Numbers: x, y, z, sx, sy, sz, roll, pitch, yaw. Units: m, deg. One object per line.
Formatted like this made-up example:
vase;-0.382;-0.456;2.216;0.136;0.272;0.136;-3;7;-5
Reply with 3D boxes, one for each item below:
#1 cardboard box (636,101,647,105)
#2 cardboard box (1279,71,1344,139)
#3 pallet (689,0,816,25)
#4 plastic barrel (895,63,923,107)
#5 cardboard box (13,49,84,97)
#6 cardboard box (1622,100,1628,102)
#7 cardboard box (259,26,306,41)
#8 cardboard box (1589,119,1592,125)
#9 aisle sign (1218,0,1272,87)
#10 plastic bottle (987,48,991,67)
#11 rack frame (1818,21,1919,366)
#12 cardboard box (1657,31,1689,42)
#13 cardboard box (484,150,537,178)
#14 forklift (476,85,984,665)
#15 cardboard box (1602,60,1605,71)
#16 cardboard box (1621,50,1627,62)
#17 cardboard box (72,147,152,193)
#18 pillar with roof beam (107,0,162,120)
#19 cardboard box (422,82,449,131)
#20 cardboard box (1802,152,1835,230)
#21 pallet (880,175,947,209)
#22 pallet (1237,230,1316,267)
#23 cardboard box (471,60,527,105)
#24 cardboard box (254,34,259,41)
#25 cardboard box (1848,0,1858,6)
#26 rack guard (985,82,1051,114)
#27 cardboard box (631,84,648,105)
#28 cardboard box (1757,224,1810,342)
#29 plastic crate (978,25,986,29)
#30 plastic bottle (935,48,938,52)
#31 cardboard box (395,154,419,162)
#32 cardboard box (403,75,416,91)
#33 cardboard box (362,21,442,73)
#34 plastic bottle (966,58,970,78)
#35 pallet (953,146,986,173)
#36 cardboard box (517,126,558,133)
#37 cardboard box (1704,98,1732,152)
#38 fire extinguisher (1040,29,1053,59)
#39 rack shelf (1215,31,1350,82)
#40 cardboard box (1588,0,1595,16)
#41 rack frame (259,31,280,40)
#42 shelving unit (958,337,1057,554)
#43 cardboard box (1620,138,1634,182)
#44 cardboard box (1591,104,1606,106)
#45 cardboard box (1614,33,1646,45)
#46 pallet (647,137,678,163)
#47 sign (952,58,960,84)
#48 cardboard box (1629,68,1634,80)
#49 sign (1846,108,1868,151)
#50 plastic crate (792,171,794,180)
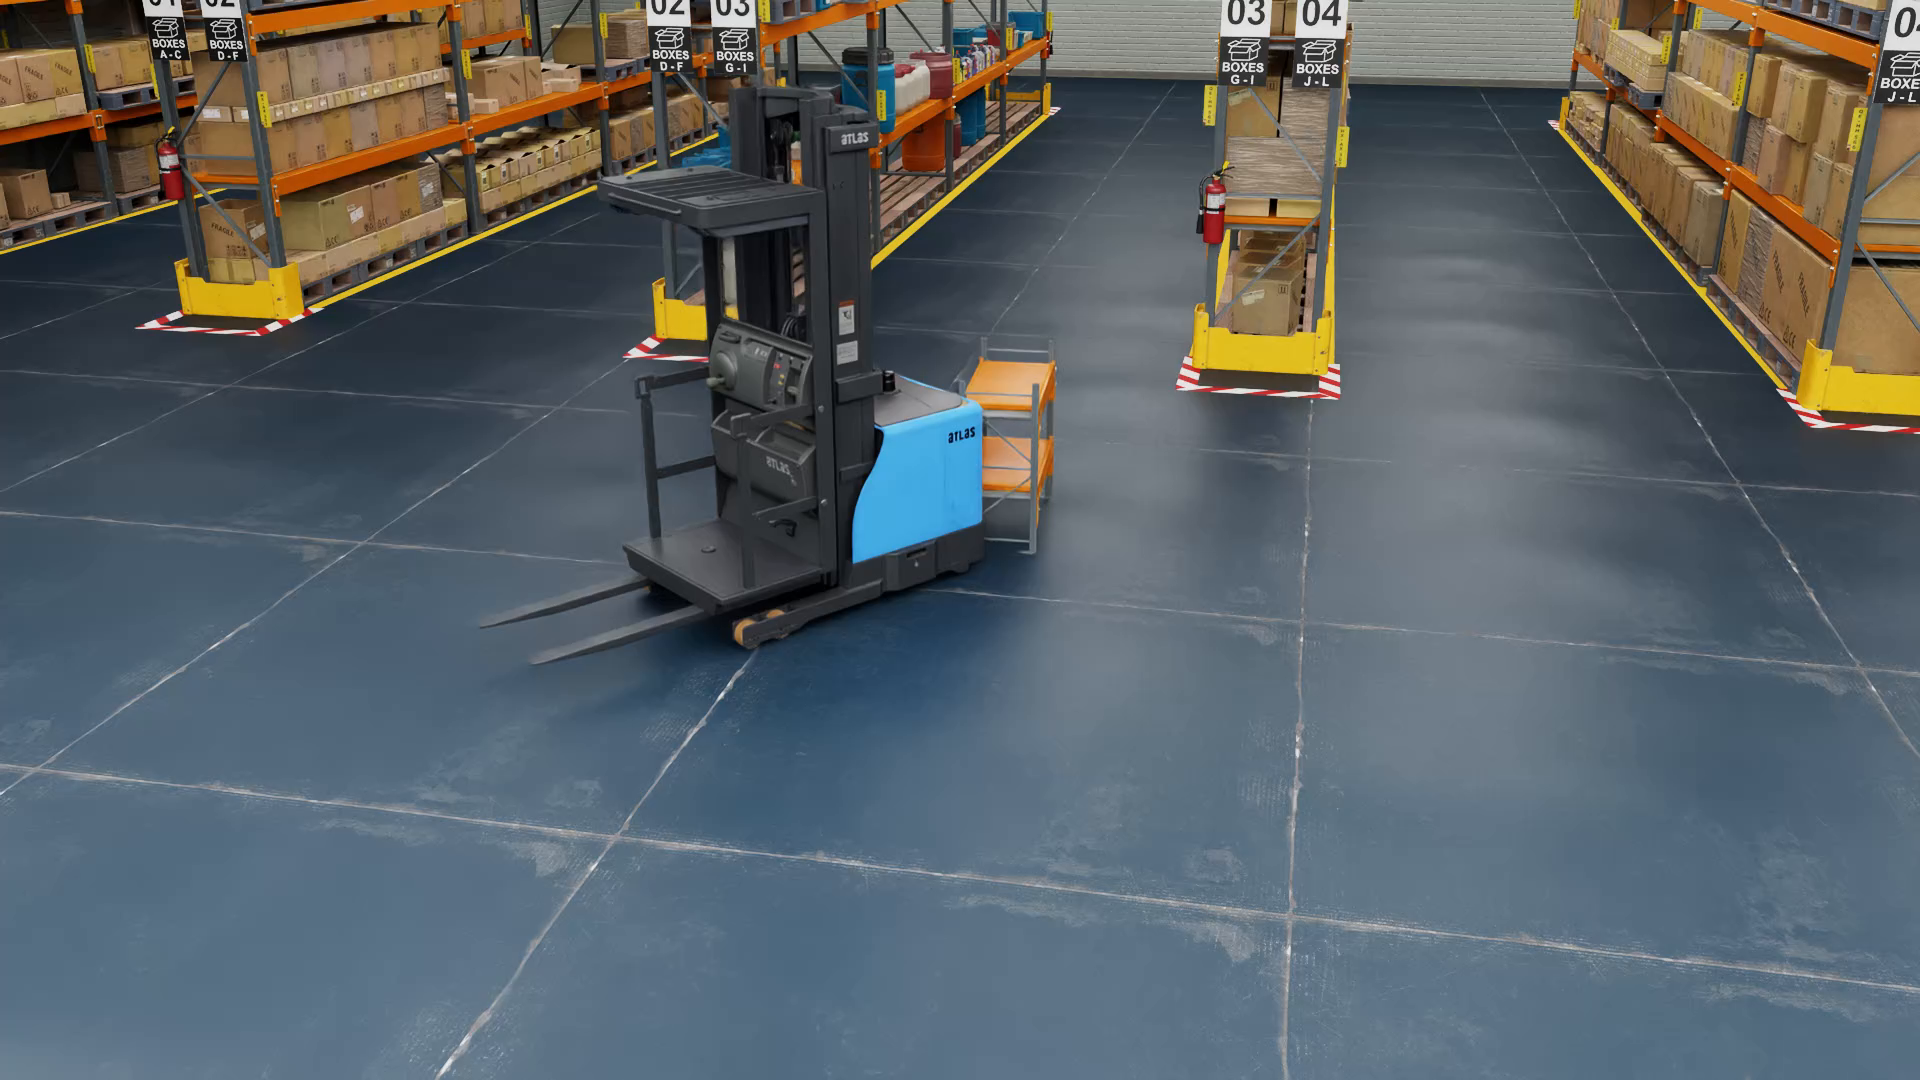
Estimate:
cardboard box;-5.168;-6.545;25.846;0.500;0.500;0.500;5;22;12
cardboard box;3.004;-3.720;14.205;0.500;0.500;0.500;4;22;11
pallet;-1.959;-4.868;15.163;1.003;0.211;1.213;4;22;11
plastic barrel;-0.678;-5.700;20.842;0.421;0.512;0.421;0;22;0
cardboard box;-10.900;-5.578;19.860;0.500;0.500;0.500;4;22;11
cardboard box;10.713;-6.879;26.377;0.380;0.149;0.250;5;23;13
cardboard box;-9.940;-7.302;24.410;0.500;0.500;0.500;5;22;13
cardboard box;9.996;-6.490;25.808;0.380;0.149;0.250;3;22;8
aisle sign;2.318;-4.098;13.533;0.394;0.787;0.004;4;22;11
plastic bottle;0.386;-7.298;25.125;0.152;0.276;0.135;4;22;11
rack frame;7.460;-2.477;12.988;1.000;3.000;0.127;4;22;11
cardboard box;10.018;-7.058;23.341;0.380;0.149;0.250;5;23;13
cardboard box;-5.716;-4.795;21.111;0.500;0.311;0.500;4;22;9
forklift;-1.294;-0.969;9.335;3.031;2.935;1.130;-18;28;-37
cardboard box;9.683;-6.974;24.490;0.380;0.149;0.250;4;22;9
cardboard box;9.115;-6.492;22.334;0.380;0.149;0.250;4;22;10
cardboard box;-10.972;-4.802;21.520;0.700;0.500;0.500;5;23;13
pillar with roof beam;-7.188;-8.995;21.143;9.100;9.000;0.400;4;22;11
cardboard box;-6.340;-4.995;19.106;0.700;0.500;0.500;4;22;10
cardboard box;7.582;-2.888;13.809;0.875;0.550;0.550;4;22;11
pallet;-0.788;-4.621;22.045;1.003;0.211;1.213;4;22;11
pallet;3.598;-3.346;18.879;1.003;0.211;1.213;4;22;11
cardboard box;-5.874;-5.813;21.138;0.500;0.500;0.500;4;22;11
cardboard box;-10.376;-7.028;23.566;0.700;0.500;0.500;2;22;5
cardboard box;7.300;-4.326;13.205;0.380;0.149;0.250;5;22;12
rack guard;1.033;-7.971;29.976;1.175;0.500;0.348;4;22;11
cardboard box;-5.165;-6.905;25.737;0.500;0.250;0.500;5;22;11
cardboard box;7.711;-2.261;14.734;0.875;0.875;0.875;4;22;10
plastic crate;0.534;-8.765;28.745;0.416;0.233;0.300;4;22;11
plastic bottle;-0.368;-7.284;25.096;0.097;0.271;0.097;0;22;0
cardboard box;-6.657;-4.233;19.462;0.500;0.500;0.500;4;22;11
cardboard box;-6.258;-5.060;18.401;0.380;0.149;0.250;4;22;11
cardboard box;-6.340;-5.596;18.864;0.700;0.500;0.500;5;22;11
plastic bottle;0.099;-6.732;23.725;0.097;0.271;0.097;0;22;0
pallet;-0.220;-5.638;24.570;1.003;0.211;1.213;4;22;11
cardboard box;-5.834;-5.584;23.072;0.500;0.311;0.500;5;23;13
cardboard box;8.224;-4.382;17.585;0.500;0.500;0.500;4;22;10
fire extinguisher;1.517;-8.932;29.620;0.296;0.674;0.183;4;22;11
rack shelf;3.033;-4.681;15.408;1.077;0.370;4.000;4;22;11
cardboard box;10.148;-8.459;25.971;0.500;0.500;0.500;4;22;10
rack frame;-10.290;-6.950;24.096;1.000;3.000;0.127;4;22;11
shelving unit;0.315;-0.641;10.939;0.538;1.125;1.048;3;22;8
cardboard box;9.172;-5.082;22.242;0.500;0.500;0.500;3;22;9
cardboard box;10.078;-6.729;26.003;0.380;0.149;0.250;5;22;11
cardboard box;9.272;-6.914;22.985;0.380;0.149;0.250;5;22;11
pallet;-4.999;-5.995;25.458;1.003;0.211;1.213;4;22;11
sign;-0.052;-6.231;22.092;0.100;0.325;0.005;4;22;11
cardboard box;8.955;-6.070;21.685;0.380;0.149;0.250;3;22;9
sign;6.931;-3.170;12.842;0.100;0.325;0.005;4;22;11
plastic crate;-1.726;-3.450;15.757;0.298;0.136;0.250;4;22;11
